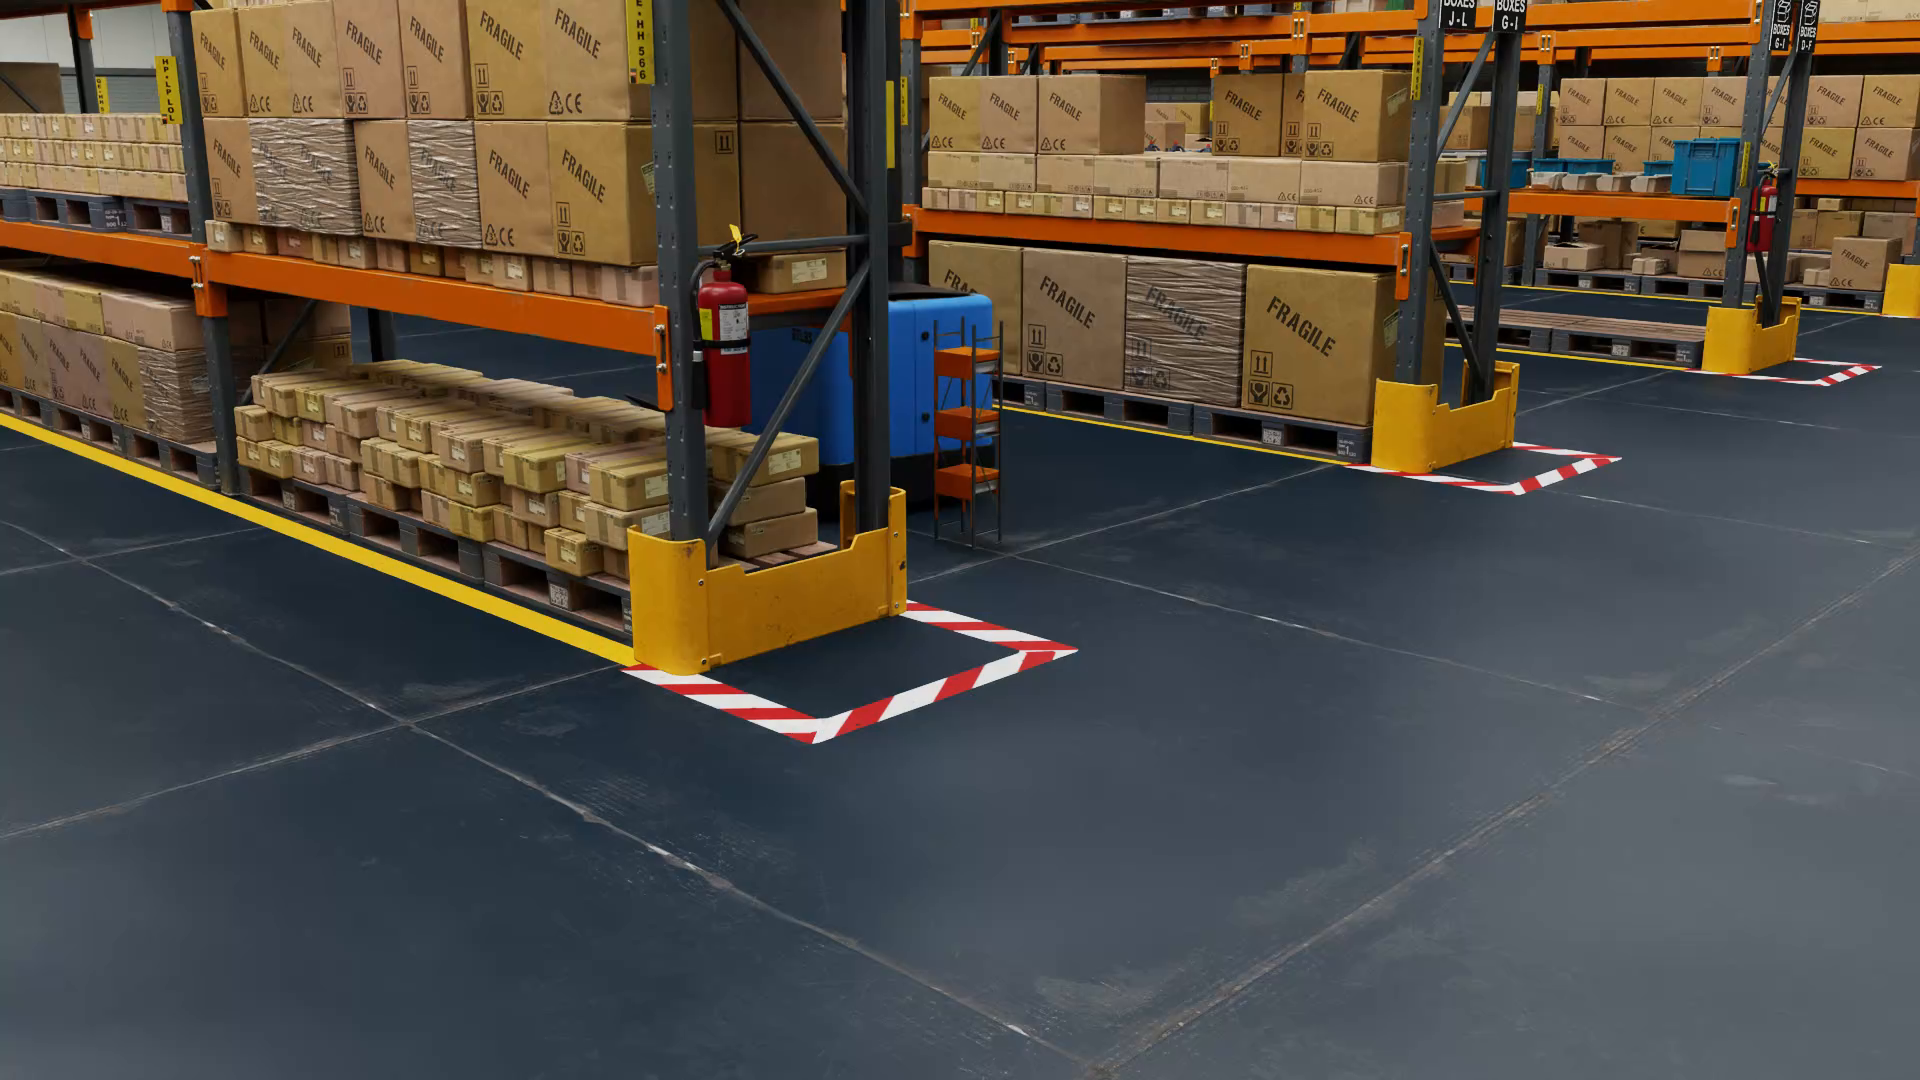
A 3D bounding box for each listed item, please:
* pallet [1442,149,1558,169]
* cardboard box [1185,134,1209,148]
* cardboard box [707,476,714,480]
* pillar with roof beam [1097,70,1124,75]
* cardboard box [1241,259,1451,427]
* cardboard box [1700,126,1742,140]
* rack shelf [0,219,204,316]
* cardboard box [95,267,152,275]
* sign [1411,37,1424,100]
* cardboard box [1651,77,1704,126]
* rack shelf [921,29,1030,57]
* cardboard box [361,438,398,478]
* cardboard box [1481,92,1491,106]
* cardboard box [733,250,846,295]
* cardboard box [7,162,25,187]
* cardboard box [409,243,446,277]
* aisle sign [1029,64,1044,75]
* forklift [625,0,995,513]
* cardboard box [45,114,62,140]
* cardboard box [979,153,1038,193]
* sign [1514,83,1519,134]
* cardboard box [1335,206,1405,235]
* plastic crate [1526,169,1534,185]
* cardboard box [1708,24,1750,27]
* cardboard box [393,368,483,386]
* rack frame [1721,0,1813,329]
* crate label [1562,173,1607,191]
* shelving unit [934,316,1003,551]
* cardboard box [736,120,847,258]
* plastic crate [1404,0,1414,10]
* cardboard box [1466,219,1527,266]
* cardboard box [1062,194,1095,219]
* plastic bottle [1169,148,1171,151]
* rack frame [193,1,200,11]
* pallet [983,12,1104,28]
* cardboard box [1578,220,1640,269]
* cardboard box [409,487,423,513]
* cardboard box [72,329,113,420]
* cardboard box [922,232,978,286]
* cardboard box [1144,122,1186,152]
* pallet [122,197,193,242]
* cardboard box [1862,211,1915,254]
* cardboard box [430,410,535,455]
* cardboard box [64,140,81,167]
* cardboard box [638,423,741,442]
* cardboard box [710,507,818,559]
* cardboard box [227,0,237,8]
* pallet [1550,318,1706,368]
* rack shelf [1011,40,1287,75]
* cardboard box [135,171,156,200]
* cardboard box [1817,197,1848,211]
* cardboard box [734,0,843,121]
[{"bbox_3d":[6.349,-4.521,19.714,1.213,0.211,1.003,14,20,42],"label":"pallet"},{"bbox_3d":[3.974,-6.719,28.027,0.500,0.250,0.500,14,20,42],"label":"cardboard box"},{"bbox_3d":[-1.023,-0.238,7.127,0.250,0.149,0.380,14,20,42],"label":"cardboard box"},{"bbox_3d":[-0.238,-9.610,26.967,0.400,9.000,9.100,14,20,42],"label":"pillar with roof beam"},{"bbox_3d":[2.333,-1.229,10.081,0.875,0.875,0.875,14,20,42],"label":"cardboard box"},{"bbox_3d":[8.123,-4.098,17.512,0.500,0.500,0.500,13,20,41],"label":"cardboard box"},{"bbox_3d":[-4.986,-1.776,10.225,4.000,0.370,1.077,14,20,42],"label":"rack shelf"},{"bbox_3d":[-5.380,-1.672,11.037,0.500,0.250,0.500,14,20,43],"label":"cardboard box"},{"bbox_3d":[2.463,-2.535,8.947,0.005,0.325,0.100,14,20,42],"label":"sign"},{"bbox_3d":[7.734,-4.672,17.734,0.500,0.500,0.500,13,19,41],"label":"cardboard box"},{"bbox_3d":[-0.912,-5.709,19.371,4.000,0.370,1.077,14,20,42],"label":"rack shelf"},{"bbox_3d":[-2.550,-0.400,7.749,0.250,0.149,0.380,13,20,42],"label":"cardboard box"},{"bbox_3d":[7.940,-6.398,24.224,0.500,0.250,0.500,13,20,41],"label":"cardboard box"},{"bbox_3d":[-0.672,-1.068,6.582,0.250,0.149,0.380,13,20,42],"label":"cardboard box"},{"bbox_3d":[-5.856,-2.346,10.654,0.380,0.149,0.250,-13,20,-41],"label":"cardboard box"},{"bbox_3d":[-2.166,-1.243,7.251,0.250,0.149,0.380,14,20,43],"label":"cardboard box"},{"bbox_3d":[1.386,-8.670,30.102,0.004,0.787,0.394,14,20,42],"label":"aisle sign"},{"bbox_3d":[-1.040,-1.864,9.273,1.130,2.935,3.031,-9,17,-32],"label":"forklift"},{"bbox_3d":[-5.280,-2.498,10.054,0.380,0.149,0.250,-14,20,-42],"label":"cardboard box"},{"bbox_3d":[0.481,-2.510,11.324,0.500,0.250,0.500,14,20,42],"label":"cardboard box"},{"bbox_3d":[3.239,-2.513,9.755,0.005,0.325,0.100,14,20,42],"label":"sign"},{"bbox_3d":[2.364,-1.837,9.533,0.380,0.149,0.250,-14,20,-43],"label":"cardboard box"},{"bbox_3d":[4.870,-3.207,14.694,0.466,0.136,0.293,14,20,42],"label":"plastic crate"},{"bbox_3d":[8.105,-5.440,17.209,0.500,0.250,0.500,14,20,42],"label":"cardboard box"},{"bbox_3d":[-2.713,-0.791,8.658,0.250,0.149,0.380,13,20,42],"label":"cardboard box"},{"bbox_3d":[6.287,-2.855,12.942,0.127,3.000,1.000,14,20,42],"label":"rack frame"},{"bbox_3d":[5.158,-2.964,13.764,0.243,0.136,0.396,14,20,42],"label":"crate label"},{"bbox_3d":[0.039,-0.499,7.764,0.252,1.050,0.215,14,20,42],"label":"shelving unit"},{"bbox_3d":[-0.798,-1.395,6.548,0.500,0.500,0.500,-13,20,-42],"label":"cardboard box"},{"bbox_3d":[4.112,-4.677,14.241,0.590,0.269,0.497,14,20,42],"label":"plastic crate"},{"bbox_3d":[6.294,-3.491,19.468,0.500,0.500,0.500,14,20,42],"label":"cardboard box"},{"bbox_3d":[0.885,-2.196,10.909,0.250,0.149,0.380,14,20,43],"label":"cardboard box"},{"bbox_3d":[2.167,-3.950,17.374,0.133,0.283,0.061,14,20,42],"label":"plastic bottle"},{"bbox_3d":[-8.669,-7.660,19.482,0.127,3.000,1.000,14,20,42],"label":"rack frame"},{"bbox_3d":[1.011,-5.464,17.379,1.213,0.211,1.003,14,20,42],"label":"pallet"},{"bbox_3d":[7.455,-3.409,19.151,0.500,0.500,0.500,14,20,42],"label":"cardboard box"},{"bbox_3d":[-2.302,-0.224,7.663,0.380,0.149,0.250,-14,20,-43],"label":"cardboard box"},{"bbox_3d":[-4.989,-1.032,10.067,0.500,0.500,0.500,13,20,41],"label":"cardboard box"},{"bbox_3d":[-0.505,-1.940,12.809,0.875,0.875,1.225,14,20,42],"label":"cardboard box"},{"bbox_3d":[2.750,-5.493,22.866,0.500,0.500,0.500,12,19,39],"label":"cardboard box"},{"bbox_3d":[-3.995,-1.841,9.430,1.213,0.211,1.003,14,20,42],"label":"pallet"},{"bbox_3d":[11.867,-3.927,21.179,0.500,0.500,0.700,13,19,40],"label":"cardboard box"},{"bbox_3d":[-2.126,-0.469,7.423,0.250,0.149,0.380,13,19,40],"label":"cardboard box"},{"bbox_3d":[-5.092,-2.307,9.912,0.380,0.149,0.250,-14,20,-42],"label":"cardboard box"},{"bbox_3d":[-1.182,-0.432,7.284,0.250,0.149,0.380,14,20,42],"label":"cardboard box"},{"bbox_3d":[-0.821,-0.047,6.986,0.380,0.149,0.250,-14,20,-43],"label":"cardboard box"},{"bbox_3d":[-8.098,-6.093,18.925,0.380,0.149,0.250,-14,20,-42],"label":"cardboard box"},{"bbox_3d":[5.720,-1.657,13.874,1.213,0.211,1.003,14,20,42],"label":"pallet"},{"bbox_3d":[2.529,-6.607,22.819,4.000,0.370,1.077,14,20,42],"label":"rack shelf"},{"bbox_3d":[-4.335,-1.978,9.241,0.250,0.149,0.380,14,20,42],"label":"cardboard box"},{"bbox_3d":[11.247,-4.327,21.429,0.250,0.149,0.380,13,19,41],"label":"cardboard box"},{"bbox_3d":[-0.805,-1.877,6.414,0.500,0.500,0.500,14,20,42],"label":"cardboard box"}]
